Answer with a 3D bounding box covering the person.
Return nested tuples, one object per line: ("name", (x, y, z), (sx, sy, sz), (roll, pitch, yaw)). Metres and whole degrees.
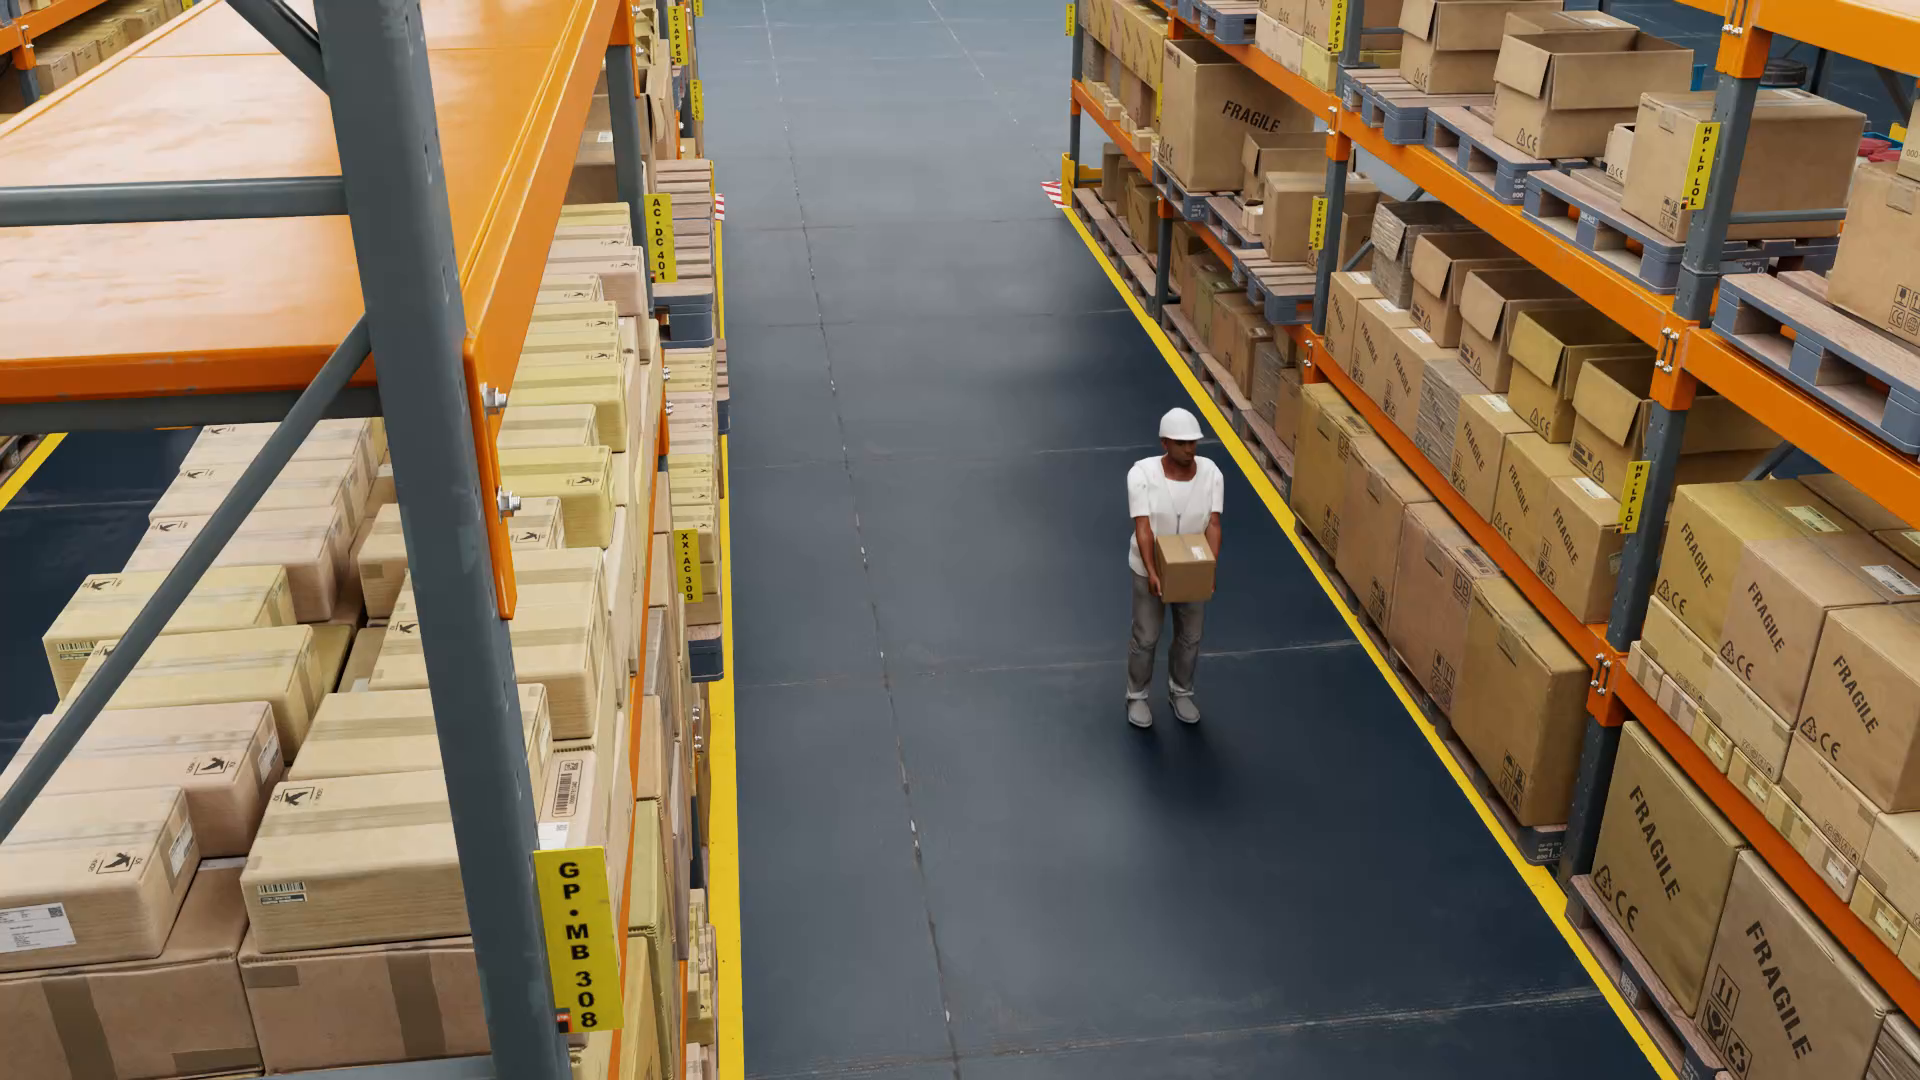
("person", (1.131, 0.193, 8.702), (0.503, 1.760, 0.576), (-3, 27, -6))
